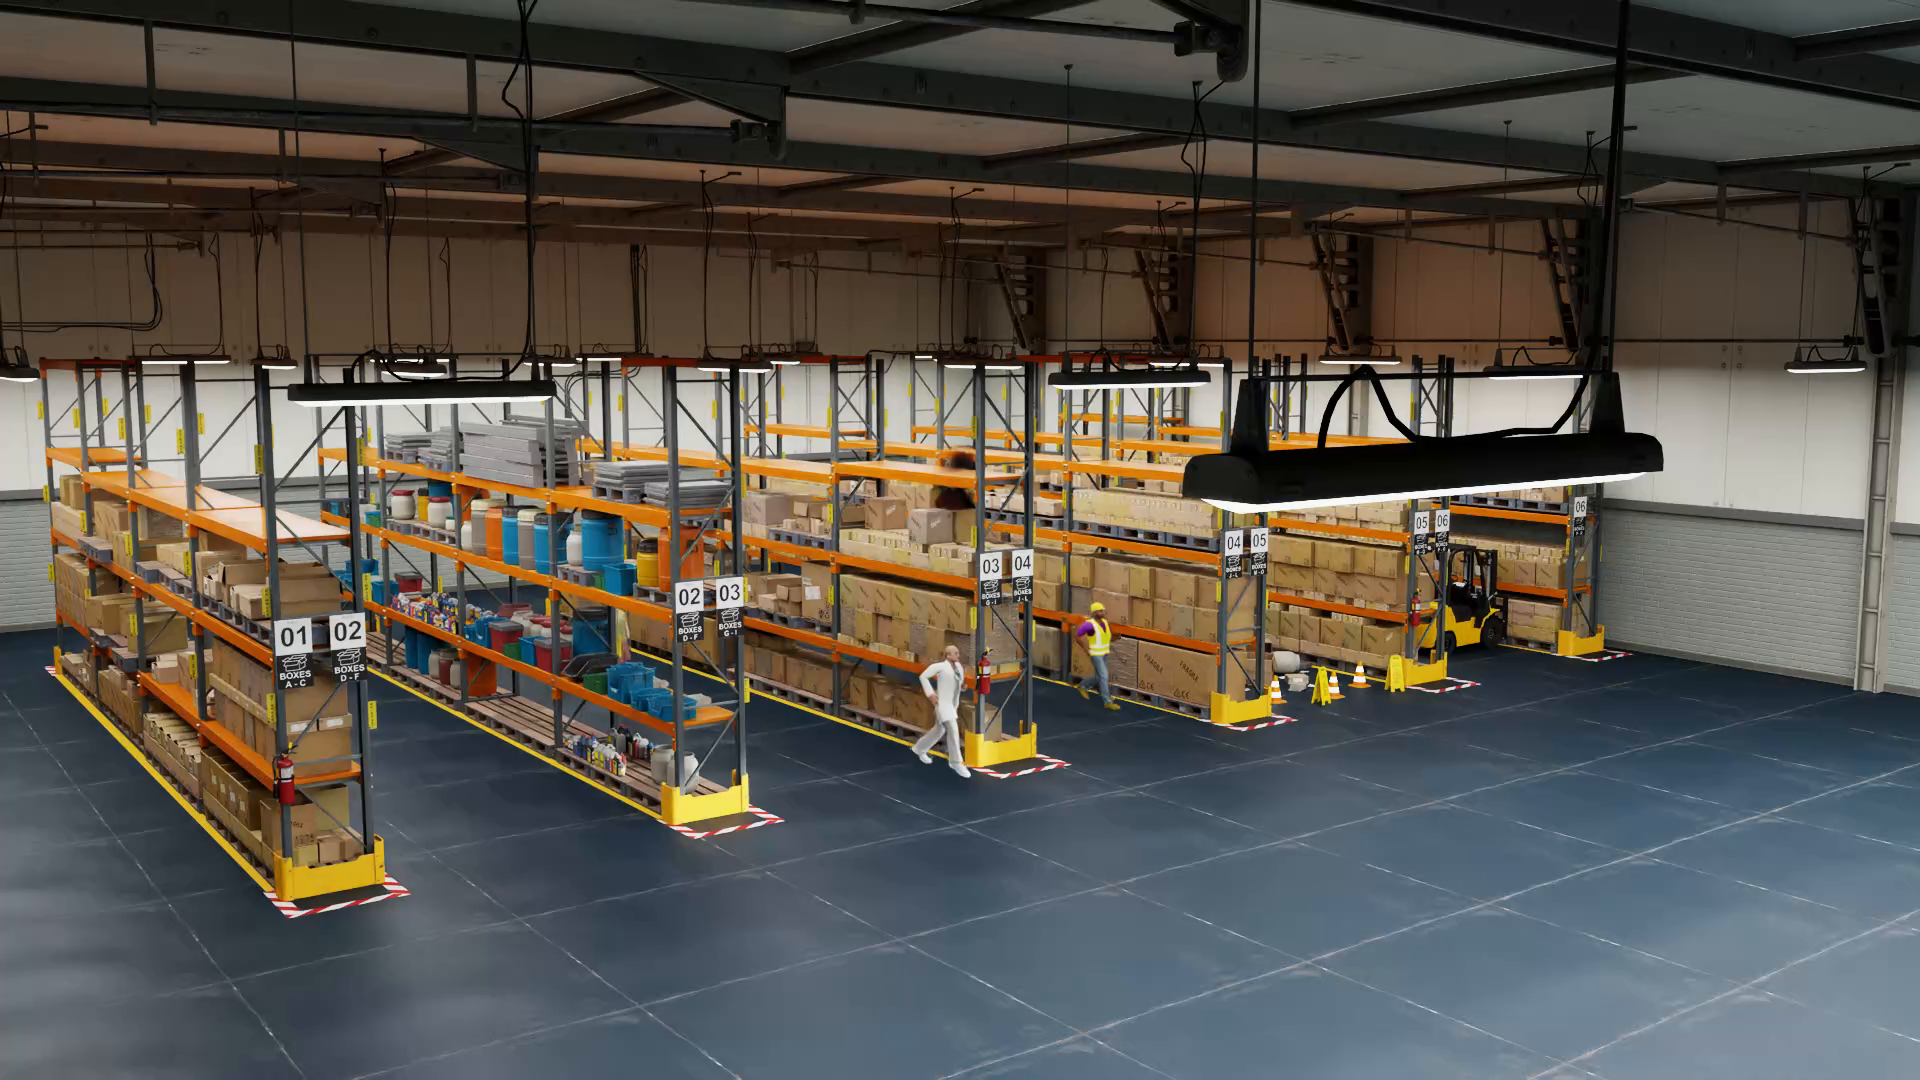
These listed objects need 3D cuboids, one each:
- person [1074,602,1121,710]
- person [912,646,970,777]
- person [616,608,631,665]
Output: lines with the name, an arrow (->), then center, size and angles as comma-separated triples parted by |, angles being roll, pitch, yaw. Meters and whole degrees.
person -> 2.311, 1.911, 27.805 | 0.985, 1.743, 0.707 | 6, 9, 40
person -> -0.205, 2.405, 23.842 | 1.055, 1.809, 0.719 | 4, 8, 33
person -> -6.340, 1.861, 30.602 | 0.582, 1.635, 0.553 | -7, 9, -43
